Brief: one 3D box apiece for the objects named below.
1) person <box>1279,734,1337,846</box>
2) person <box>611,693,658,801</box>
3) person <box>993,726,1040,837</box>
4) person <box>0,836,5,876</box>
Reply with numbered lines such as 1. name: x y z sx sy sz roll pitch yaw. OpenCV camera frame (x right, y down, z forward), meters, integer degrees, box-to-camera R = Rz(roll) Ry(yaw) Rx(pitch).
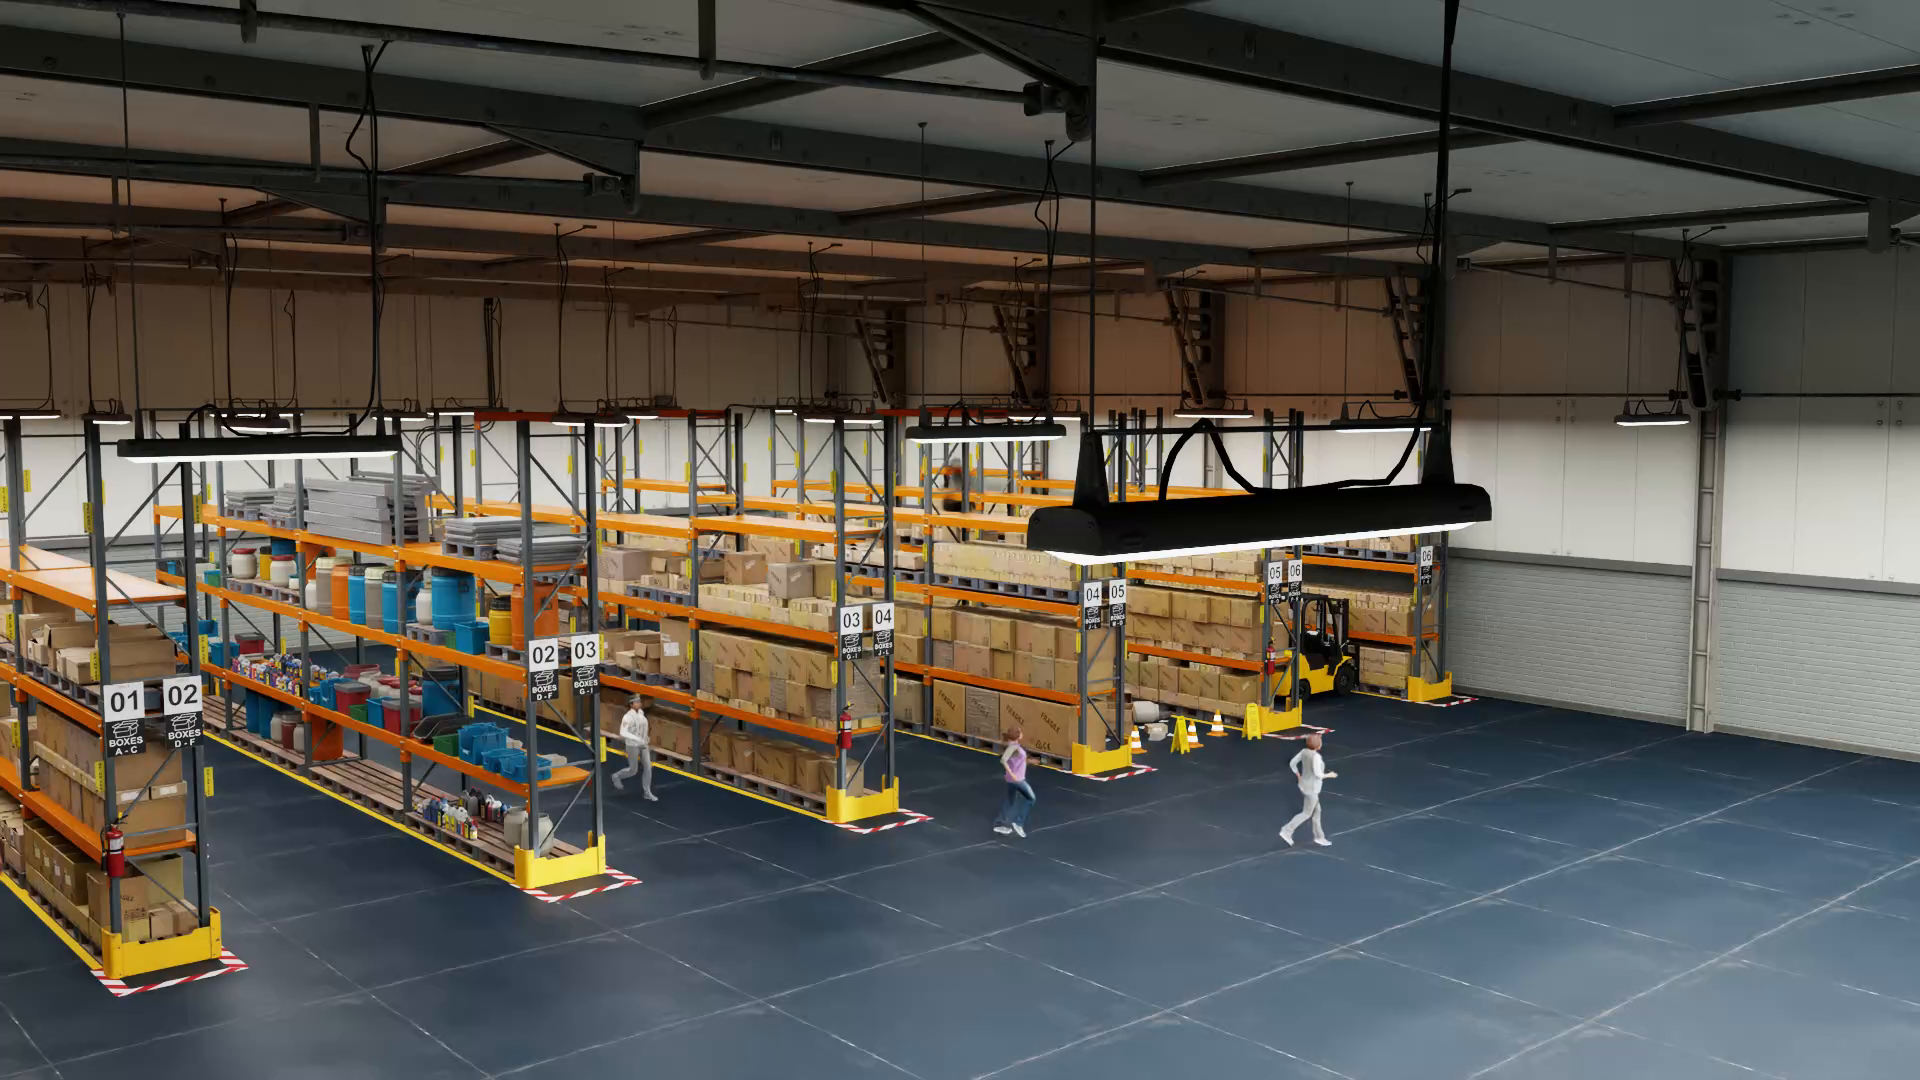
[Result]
1. person: 4.820 3.502 23.144 0.855 1.605 0.516 -1 5 -15
2. person: -5.077 3.213 25.979 0.865 1.683 0.628 3 6 30
3. person: 0.807 3.447 23.744 0.673 1.604 0.503 -1 5 -8
4. person: -11.178 3.832 18.773 0.722 1.729 0.649 -3 6 -34
